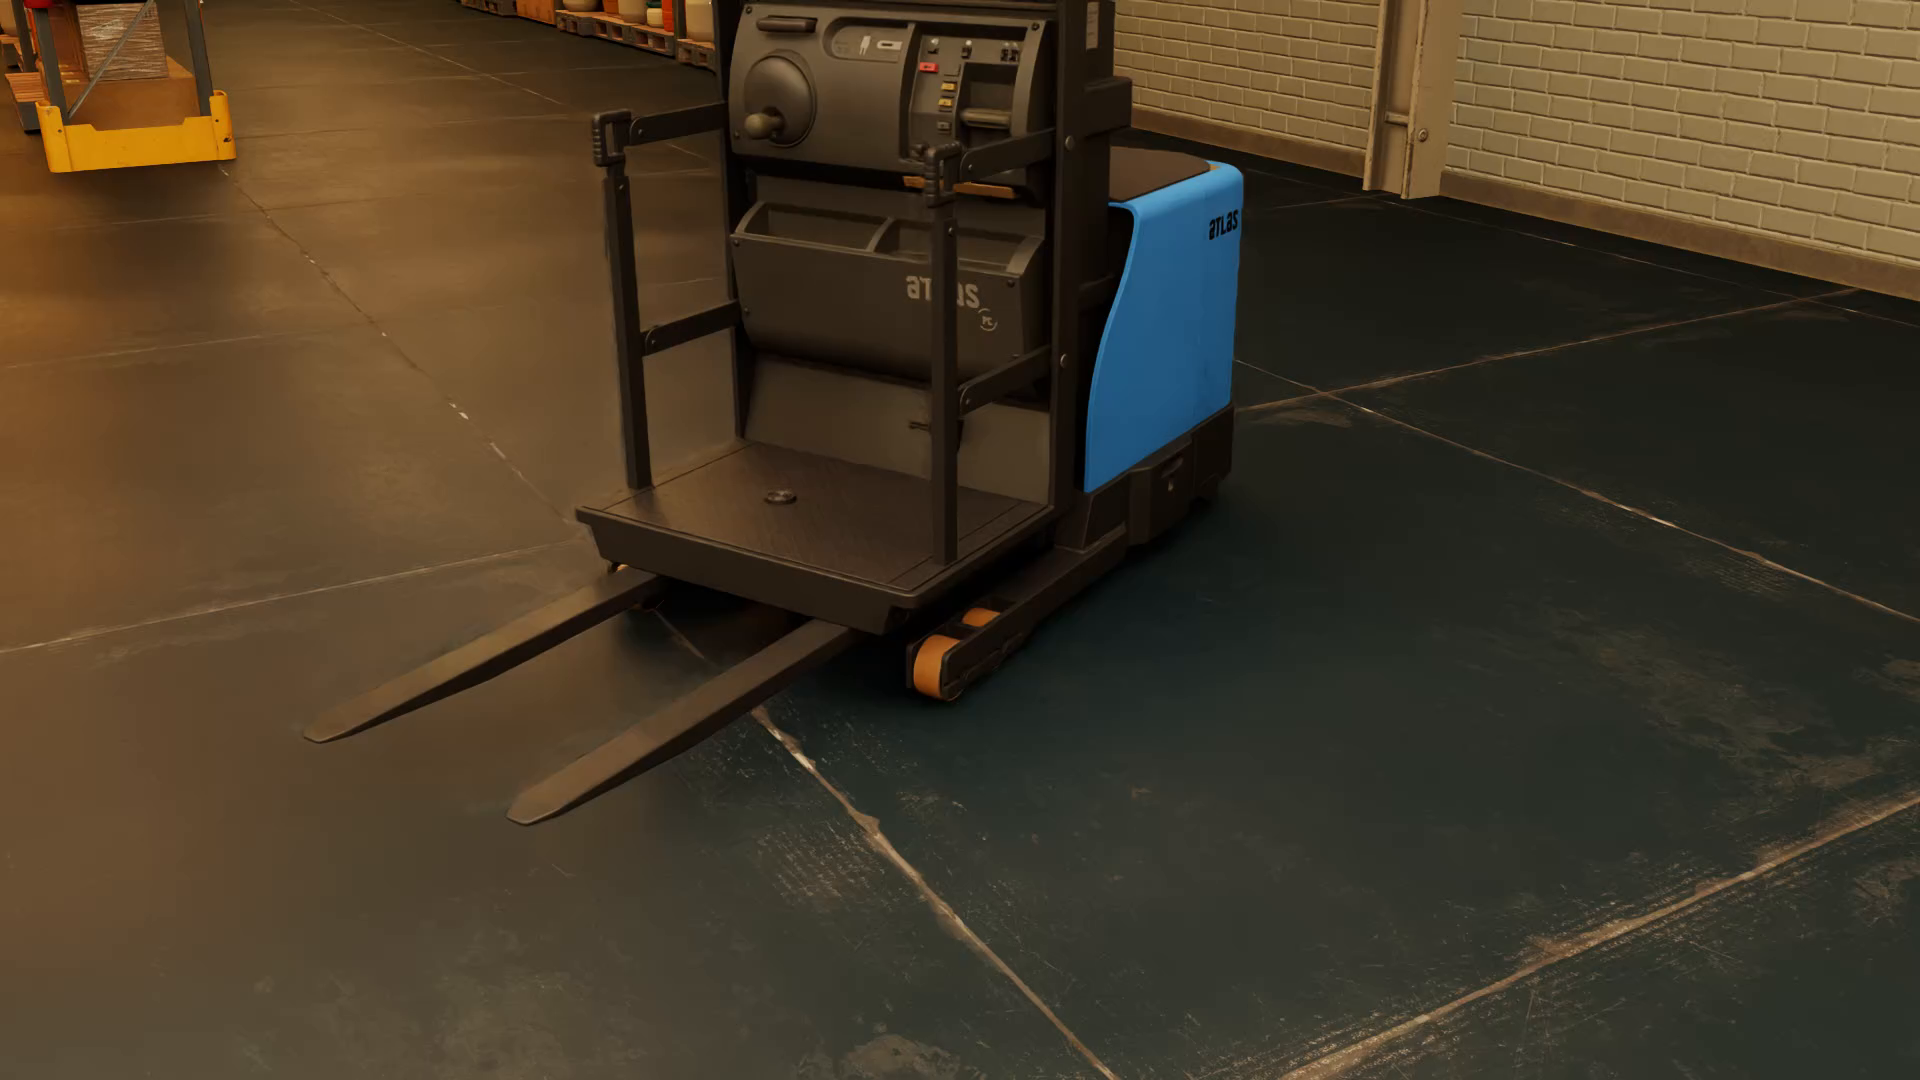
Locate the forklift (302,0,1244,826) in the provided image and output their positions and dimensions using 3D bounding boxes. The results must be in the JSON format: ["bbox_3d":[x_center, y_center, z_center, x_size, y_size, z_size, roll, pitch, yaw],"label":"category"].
[{"bbox_3d":[-0.315,-1.154,4.087,1.130,2.935,3.031,13,26,29],"label":"forklift"}]
